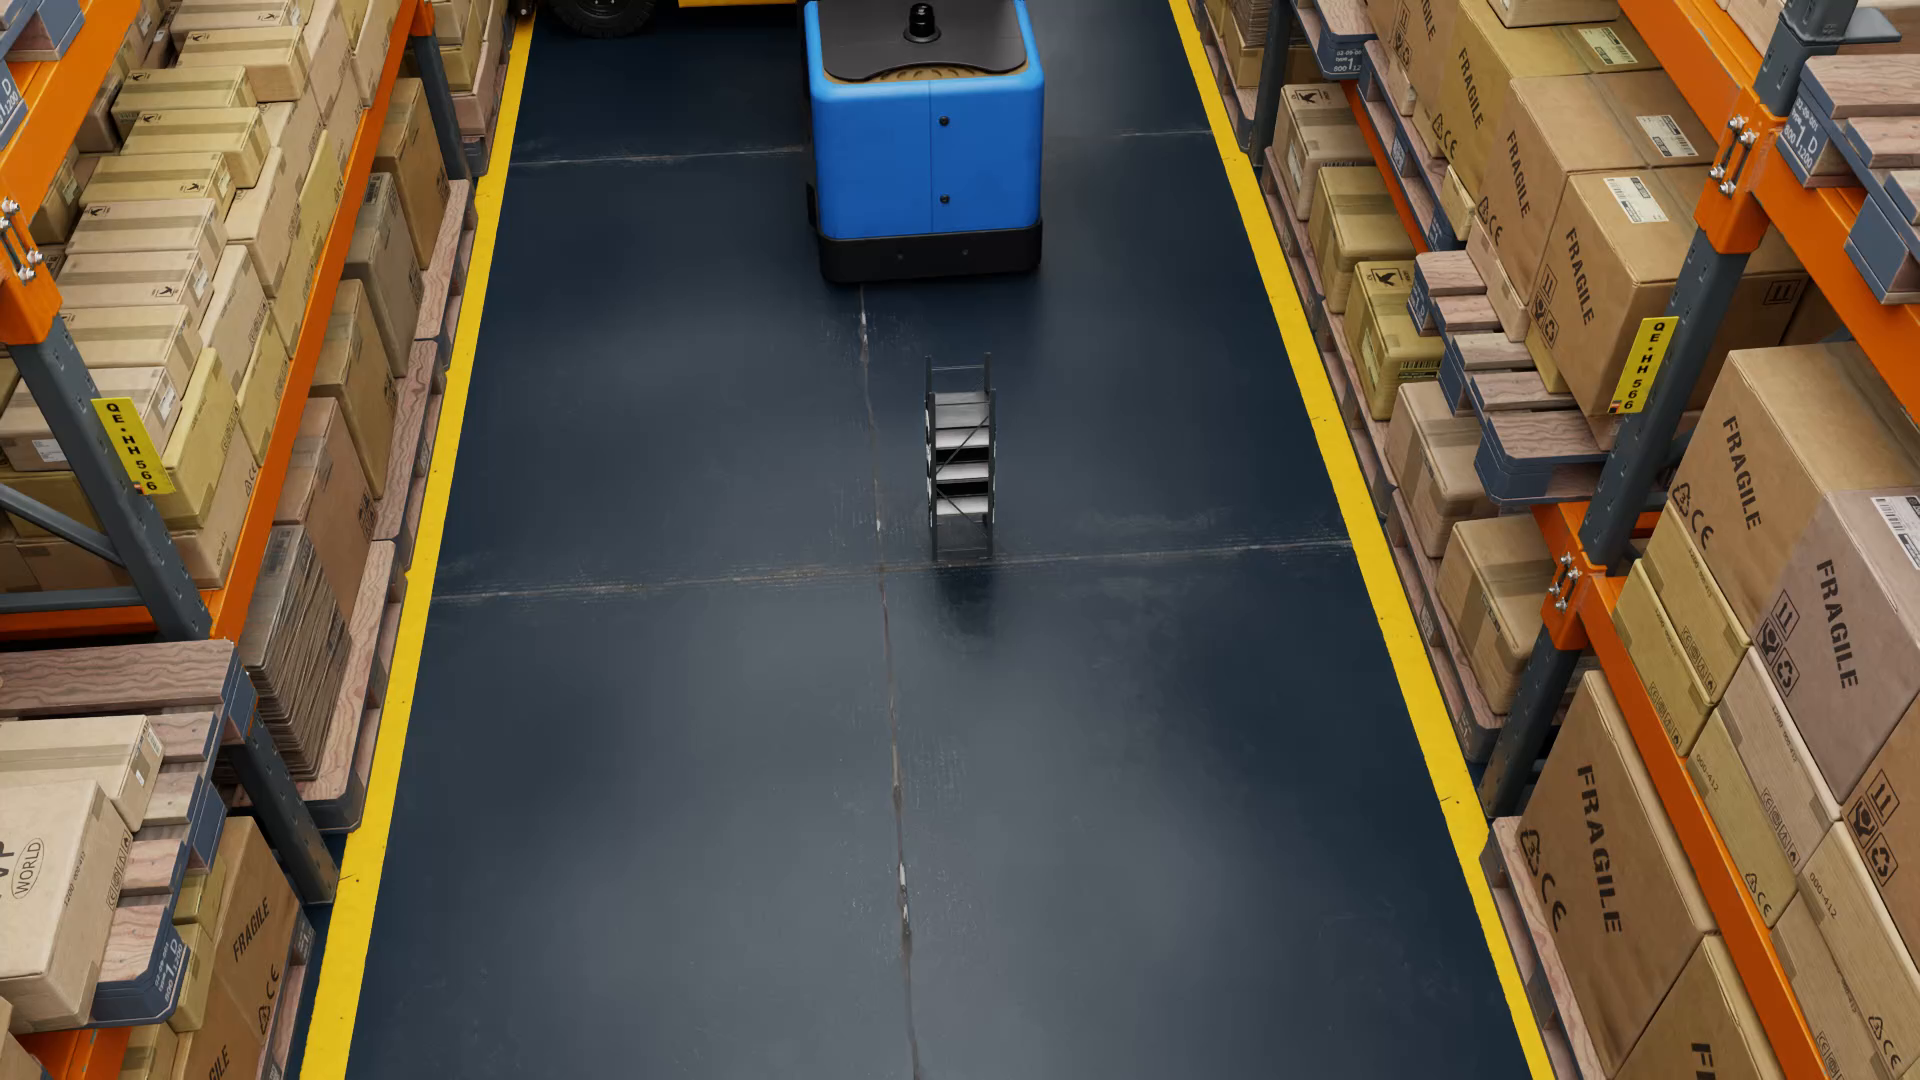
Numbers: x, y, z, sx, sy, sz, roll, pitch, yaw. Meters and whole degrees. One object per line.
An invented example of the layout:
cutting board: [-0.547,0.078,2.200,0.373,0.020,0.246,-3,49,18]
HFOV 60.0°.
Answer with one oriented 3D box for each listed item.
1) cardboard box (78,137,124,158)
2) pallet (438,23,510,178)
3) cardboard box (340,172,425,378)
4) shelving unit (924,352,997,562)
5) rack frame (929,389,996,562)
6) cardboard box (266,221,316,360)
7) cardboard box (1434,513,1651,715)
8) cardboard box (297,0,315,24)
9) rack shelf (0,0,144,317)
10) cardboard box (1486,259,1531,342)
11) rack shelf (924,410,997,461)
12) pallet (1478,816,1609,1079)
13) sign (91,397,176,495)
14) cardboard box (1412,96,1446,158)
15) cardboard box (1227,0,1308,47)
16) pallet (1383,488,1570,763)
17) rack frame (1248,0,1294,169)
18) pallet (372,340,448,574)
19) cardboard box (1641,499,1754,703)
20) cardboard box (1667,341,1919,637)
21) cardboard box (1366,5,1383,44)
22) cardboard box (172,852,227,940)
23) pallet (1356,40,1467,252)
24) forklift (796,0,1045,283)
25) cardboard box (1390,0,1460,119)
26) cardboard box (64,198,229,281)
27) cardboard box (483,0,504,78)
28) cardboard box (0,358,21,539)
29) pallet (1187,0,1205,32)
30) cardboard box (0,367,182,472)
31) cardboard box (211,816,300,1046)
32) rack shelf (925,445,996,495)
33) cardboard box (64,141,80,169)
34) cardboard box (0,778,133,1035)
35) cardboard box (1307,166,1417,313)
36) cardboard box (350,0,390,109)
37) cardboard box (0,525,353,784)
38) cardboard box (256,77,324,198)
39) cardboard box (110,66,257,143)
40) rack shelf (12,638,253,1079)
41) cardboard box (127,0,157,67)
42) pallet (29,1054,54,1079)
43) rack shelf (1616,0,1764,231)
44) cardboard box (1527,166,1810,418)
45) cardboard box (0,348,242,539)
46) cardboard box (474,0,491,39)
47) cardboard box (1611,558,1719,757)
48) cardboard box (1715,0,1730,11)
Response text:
cardboard box: [-3.041,-1.346,5.718,0.500,0.250,0.500,-4,47,-4]
pallet: [-2.968,-2.334,8.815,1.003,0.211,1.213,-3,47,-3]
cardboard box: [-2.831,-1.104,7.076,0.875,0.625,0.625,-4,47,-4]
shelving unit: [0.001,-0.304,6.418,0.258,0.900,0.210,-3,47,-3]
rack frame: [0.009,-0.230,6.348,0.240,0.900,0.006,-3,47,-3]
cardboard box: [-2.489,-0.842,5.584,0.500,0.250,0.500,-5,47,-5]
cardboard box: [2.300,0.225,5.992,0.950,0.372,0.625,-6,47,-6]
cardboard box: [-2.572,-1.997,6.060,0.380,0.149,0.250,-4,47,-4]
rack shelf: [-2.776,-2.052,5.057,1.077,0.370,4.000,-3,47,-3]
cardboard box: [1.915,-0.775,5.302,0.380,0.149,0.250,-4,47,-4]
rack shelf: [0.001,-0.404,6.311,0.258,0.077,0.200,-3,47,-3]
pallet: [2.328,1.409,5.270,1.003,0.211,1.213,-3,47,-3]
sign: [-2.068,-0.231,4.160,0.100,0.325,0.005,-3,47,-3]
cardboard box: [1.867,-1.522,6.010,0.380,0.149,0.250,-5,47,-5]
cardboard box: [1.686,-2.888,8.507,0.500,0.500,0.500,-4,47,-4]
pallet: [2.274,0.268,6.351,1.003,0.211,1.213,-3,47,-3]
rack frame: [2.003,-3.019,7.543,1.000,3.000,0.127,-3,47,-3]
pallet: [-2.737,-0.340,6.927,1.003,0.211,1.213,-3,47,-3]
cardboard box: [2.134,0.136,4.314,0.500,0.250,0.500,-4,47,-4]
cardboard box: [2.135,-0.132,4.051,0.500,0.500,0.500,-5,47,-5]
cardboard box: [1.826,-2.088,6.545,0.380,0.149,0.250,-3,47,-3]
cardboard box: [-2.315,1.013,4.710,0.380,0.149,0.250,-6,47,-5]
pallet: [2.131,-1.489,6.226,1.003,0.211,1.213,-3,47,-3]
forklift: [-0.285,-3.290,7.847,1.130,2.935,3.031,-4,47,-4]
cardboard box: [1.880,-1.852,5.875,0.500,0.500,0.500,-5,47,-5]
cardboard box: [-2.447,-0.892,5.014,0.380,0.149,0.250,-3,47,-3]
cardboard box: [-2.712,-2.650,8.799,0.500,0.250,0.500,-4,47,-4]
cardboard box: [-2.923,-0.249,4.679,0.500,0.250,0.500,-3,47,-2]
pallet: [1.806,-3.429,9.852,1.003,0.211,1.213,-3,47,-3]
cardboard box: [-2.342,-0.327,4.478,0.380,0.149,0.250,-2,47,-2]
cardboard box: [-2.359,1.187,4.992,0.500,0.500,0.500,-2,47,-2]
rack shelf: [0.001,-0.281,6.442,0.258,0.077,0.200,-3,47,-3]
cardboard box: [-3.070,-1.217,5.321,0.380,0.149,0.250,-4,47,-4]
cardboard box: [-2.198,0.830,3.712,0.500,0.250,0.500,-5,47,-5]
cardboard box: [2.113,-1.361,7.493,0.950,0.372,0.625,-1,47,-1]
cardboard box: [-2.593,-1.951,6.635,0.500,0.250,0.500,-4,47,-4]
cardboard box: [-2.647,0.399,5.652,0.875,0.625,0.625,-2,47,-2]
cardboard box: [-2.537,-1.387,5.757,0.500,0.250,0.500,-3,47,-3]
cardboard box: [-2.578,-1.442,5.534,0.380,0.149,0.250,-3,47,-3]
rack shelf: [-2.441,1.874,3.405,1.077,0.370,4.000,-3,47,-3]
cardboard box: [-3.074,-1.779,5.853,0.380,0.149,0.250,-4,47,-4]
pallet: [-2.441,1.652,3.252,1.003,0.211,1.213,-3,47,-3]
rack shelf: [2.170,-2.356,5.345,1.077,0.370,4.000,-3,47,-3]
cardboard box: [2.022,-0.718,4.801,0.500,0.500,0.500,-5,47,-4]
cardboard box: [-2.377,-0.278,4.707,0.500,0.250,0.500,-4,47,-3]
cardboard box: [-2.720,-2.819,8.614,0.500,0.250,0.500,-4,47,-4]
cardboard box: [2.128,0.296,4.507,0.500,0.250,0.500,-4,47,-4]
cardboard box: [2.073,-1.465,4.178,0.380,0.149,0.250,-3,47,-3]
